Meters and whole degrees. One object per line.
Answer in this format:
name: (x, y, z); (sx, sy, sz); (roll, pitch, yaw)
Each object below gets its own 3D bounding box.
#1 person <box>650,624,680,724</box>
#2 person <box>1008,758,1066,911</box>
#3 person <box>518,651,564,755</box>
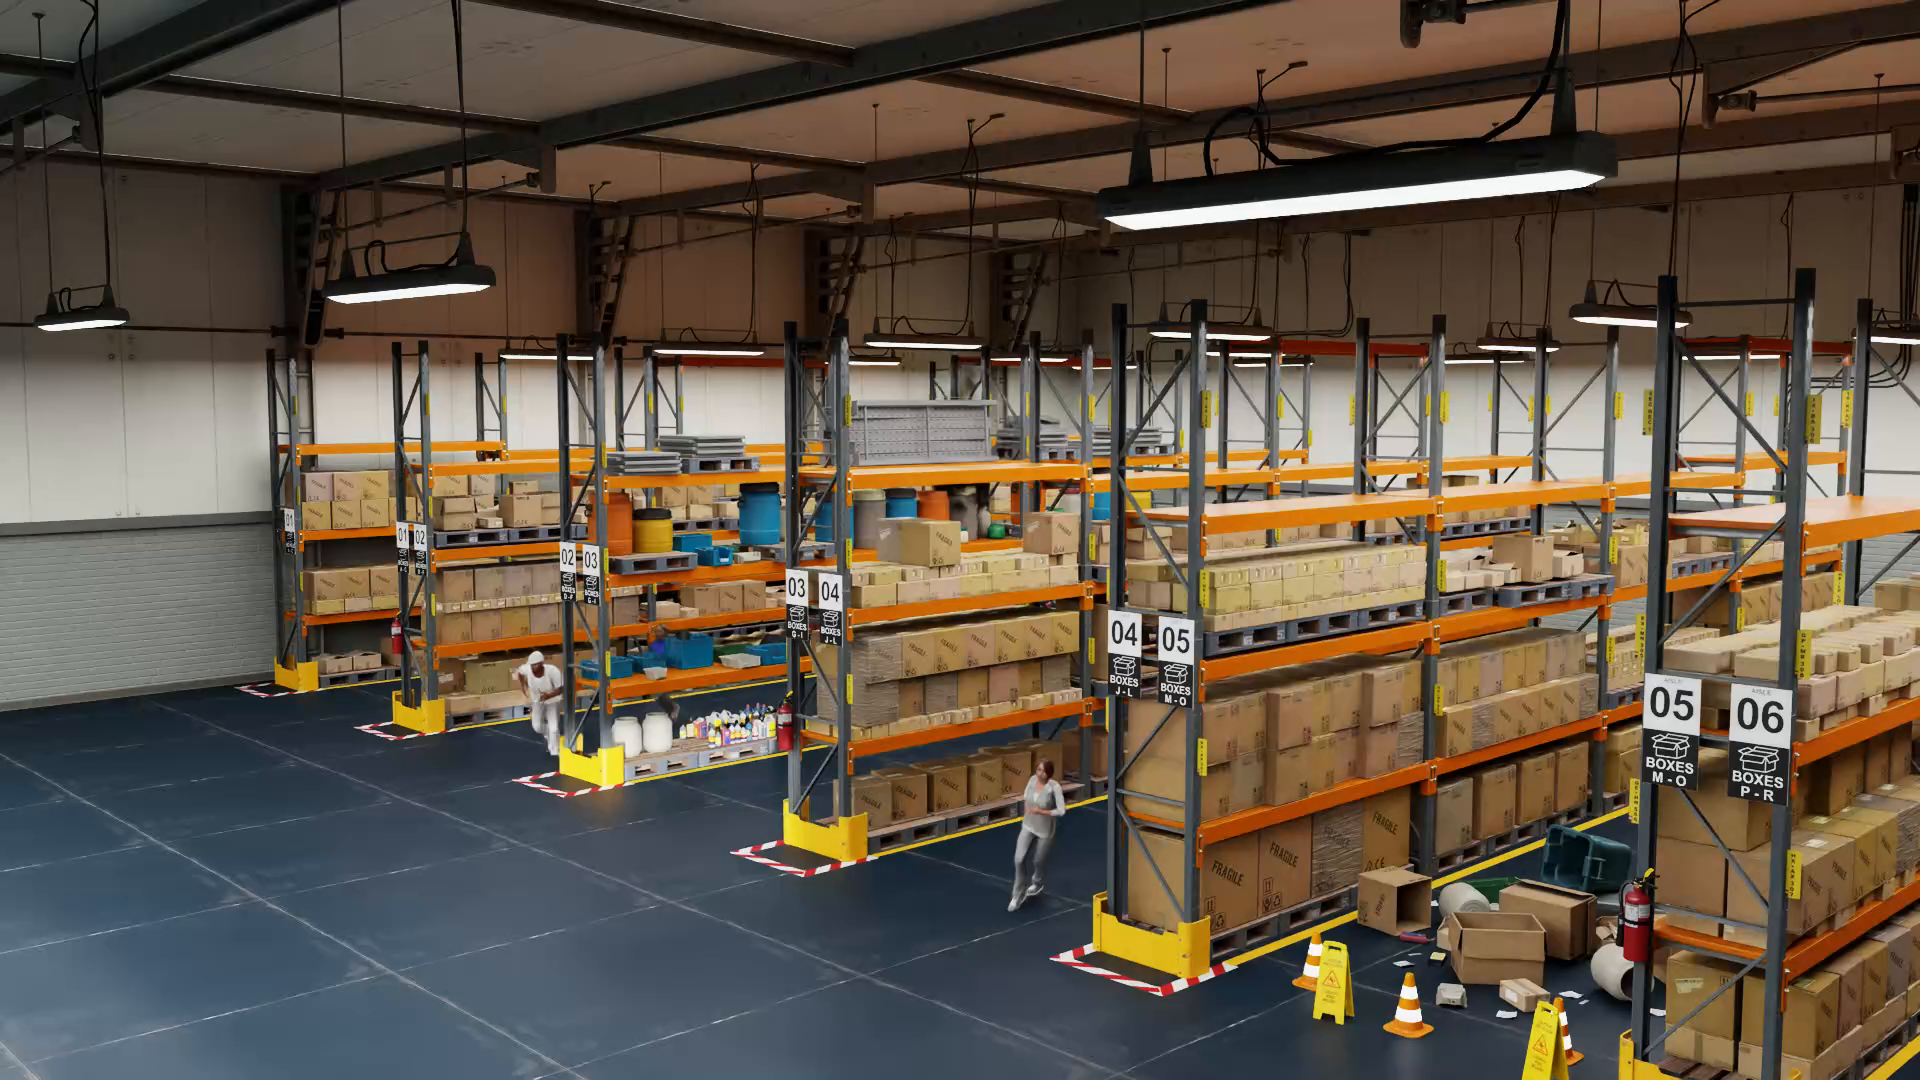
person: (-4.630, 2.112, 25.949); (0.551, 1.611, 0.664); (3, 6, 29)
person: (0.831, 2.959, 16.795); (0.581, 1.619, 0.660); (2, 5, 23)
person: (-5.966, 2.330, 23.667); (0.735, 1.576, 0.830); (1, 5, 8)
